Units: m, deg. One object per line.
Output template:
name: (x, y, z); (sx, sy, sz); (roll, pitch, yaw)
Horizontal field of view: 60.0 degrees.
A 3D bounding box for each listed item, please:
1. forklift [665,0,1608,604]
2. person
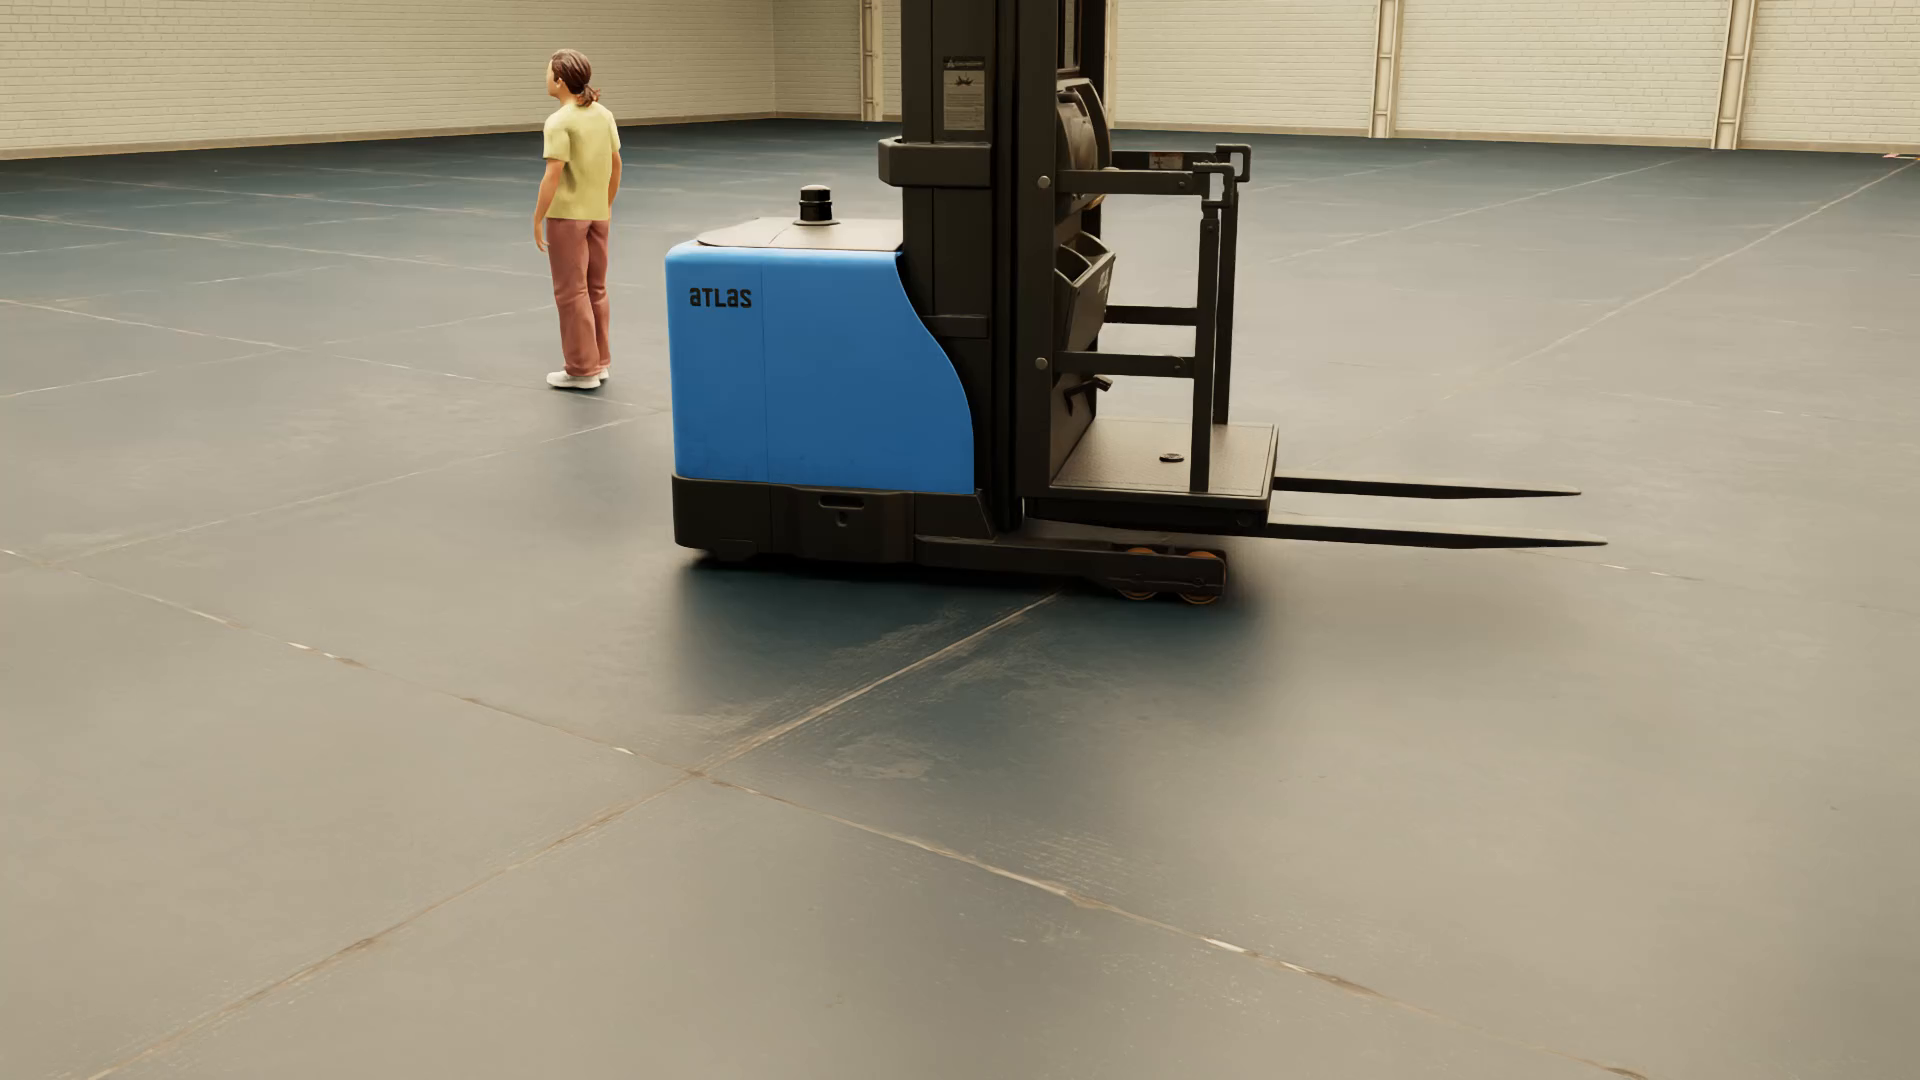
forklift: (0.595, -1.367, 5.404); (3.031, 2.935, 1.130); (4, 17, 12)
person: (-1.968, -1.596, 8.335); (0.548, 1.673, 0.554); (10, 19, 30)
